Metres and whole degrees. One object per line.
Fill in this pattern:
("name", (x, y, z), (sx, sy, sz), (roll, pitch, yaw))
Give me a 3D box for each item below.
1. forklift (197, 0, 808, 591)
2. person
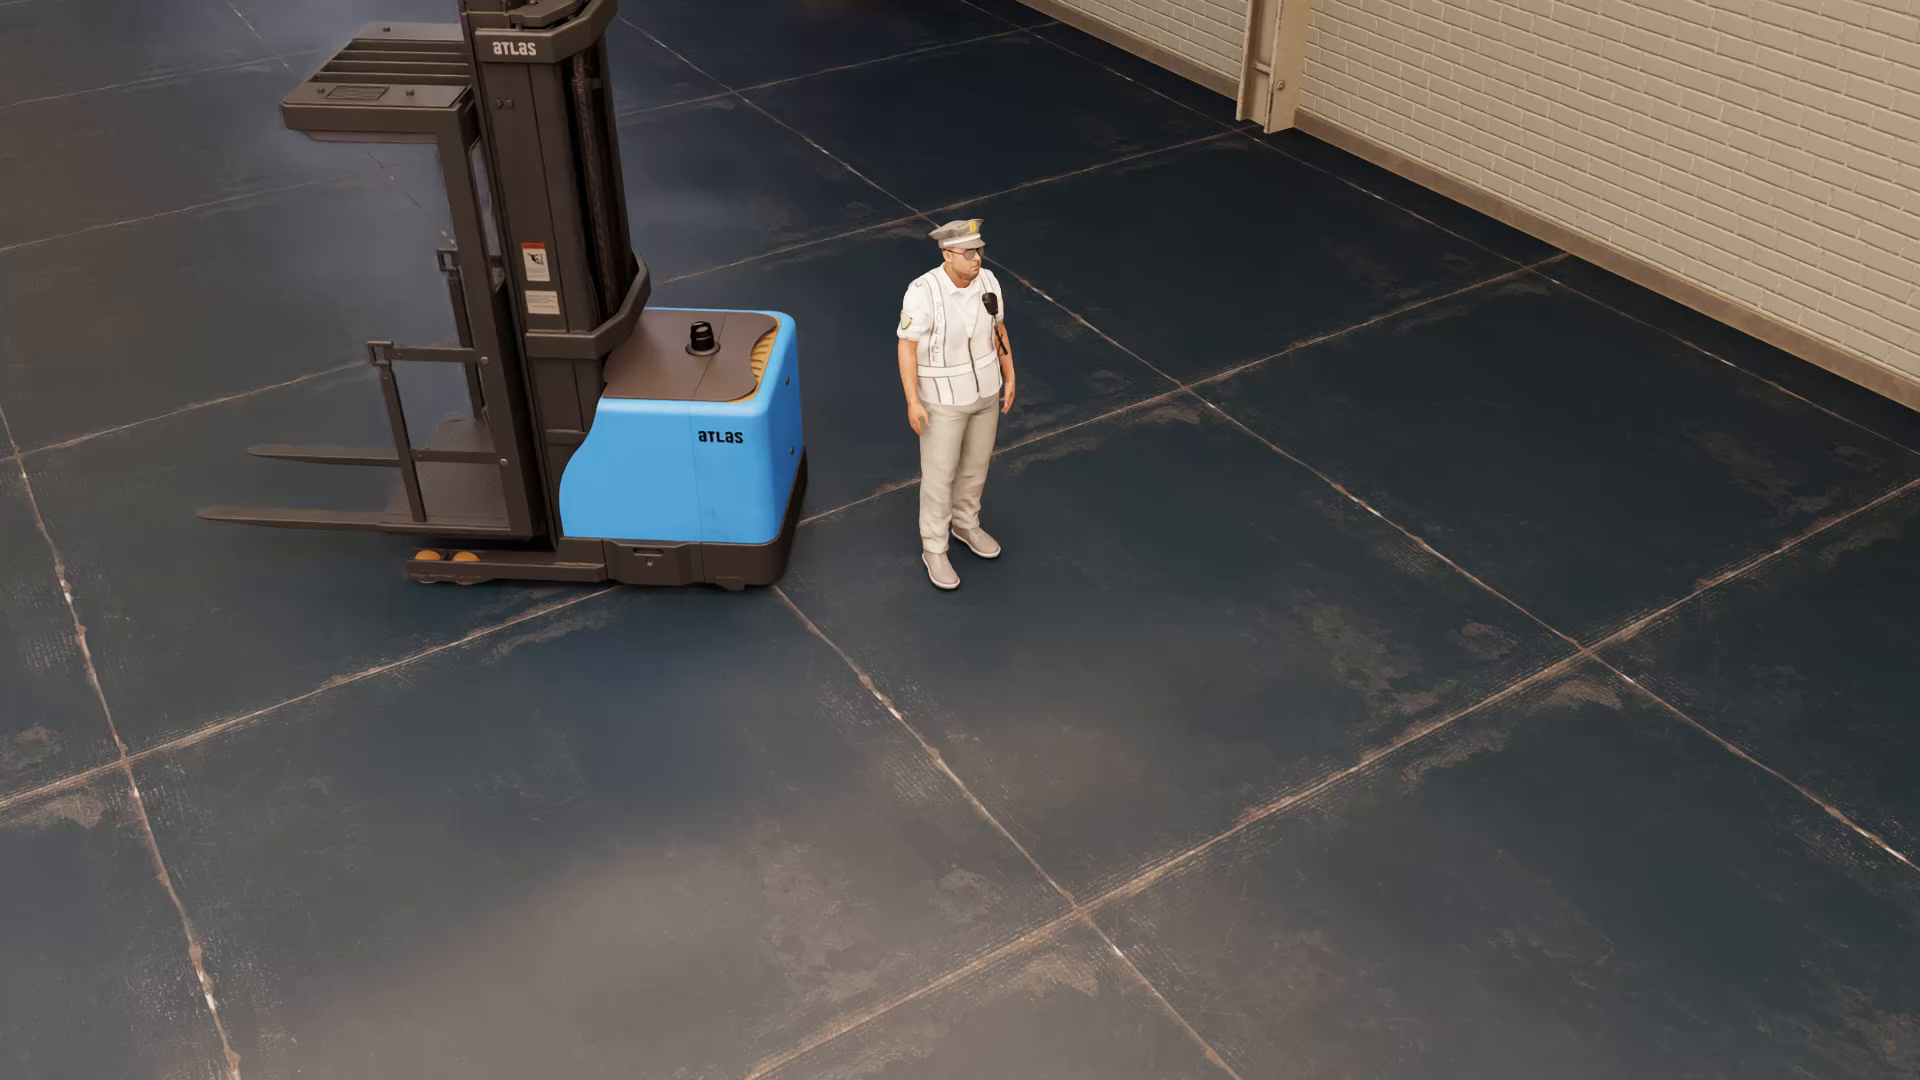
("forklift", (-2.365, -1.272, 7.958), (3.031, 2.935, 1.130), (2, 35, 3))
("person", (0.033, -0.695, 8.121), (0.641, 1.781, 0.574), (-21, 40, -27))
